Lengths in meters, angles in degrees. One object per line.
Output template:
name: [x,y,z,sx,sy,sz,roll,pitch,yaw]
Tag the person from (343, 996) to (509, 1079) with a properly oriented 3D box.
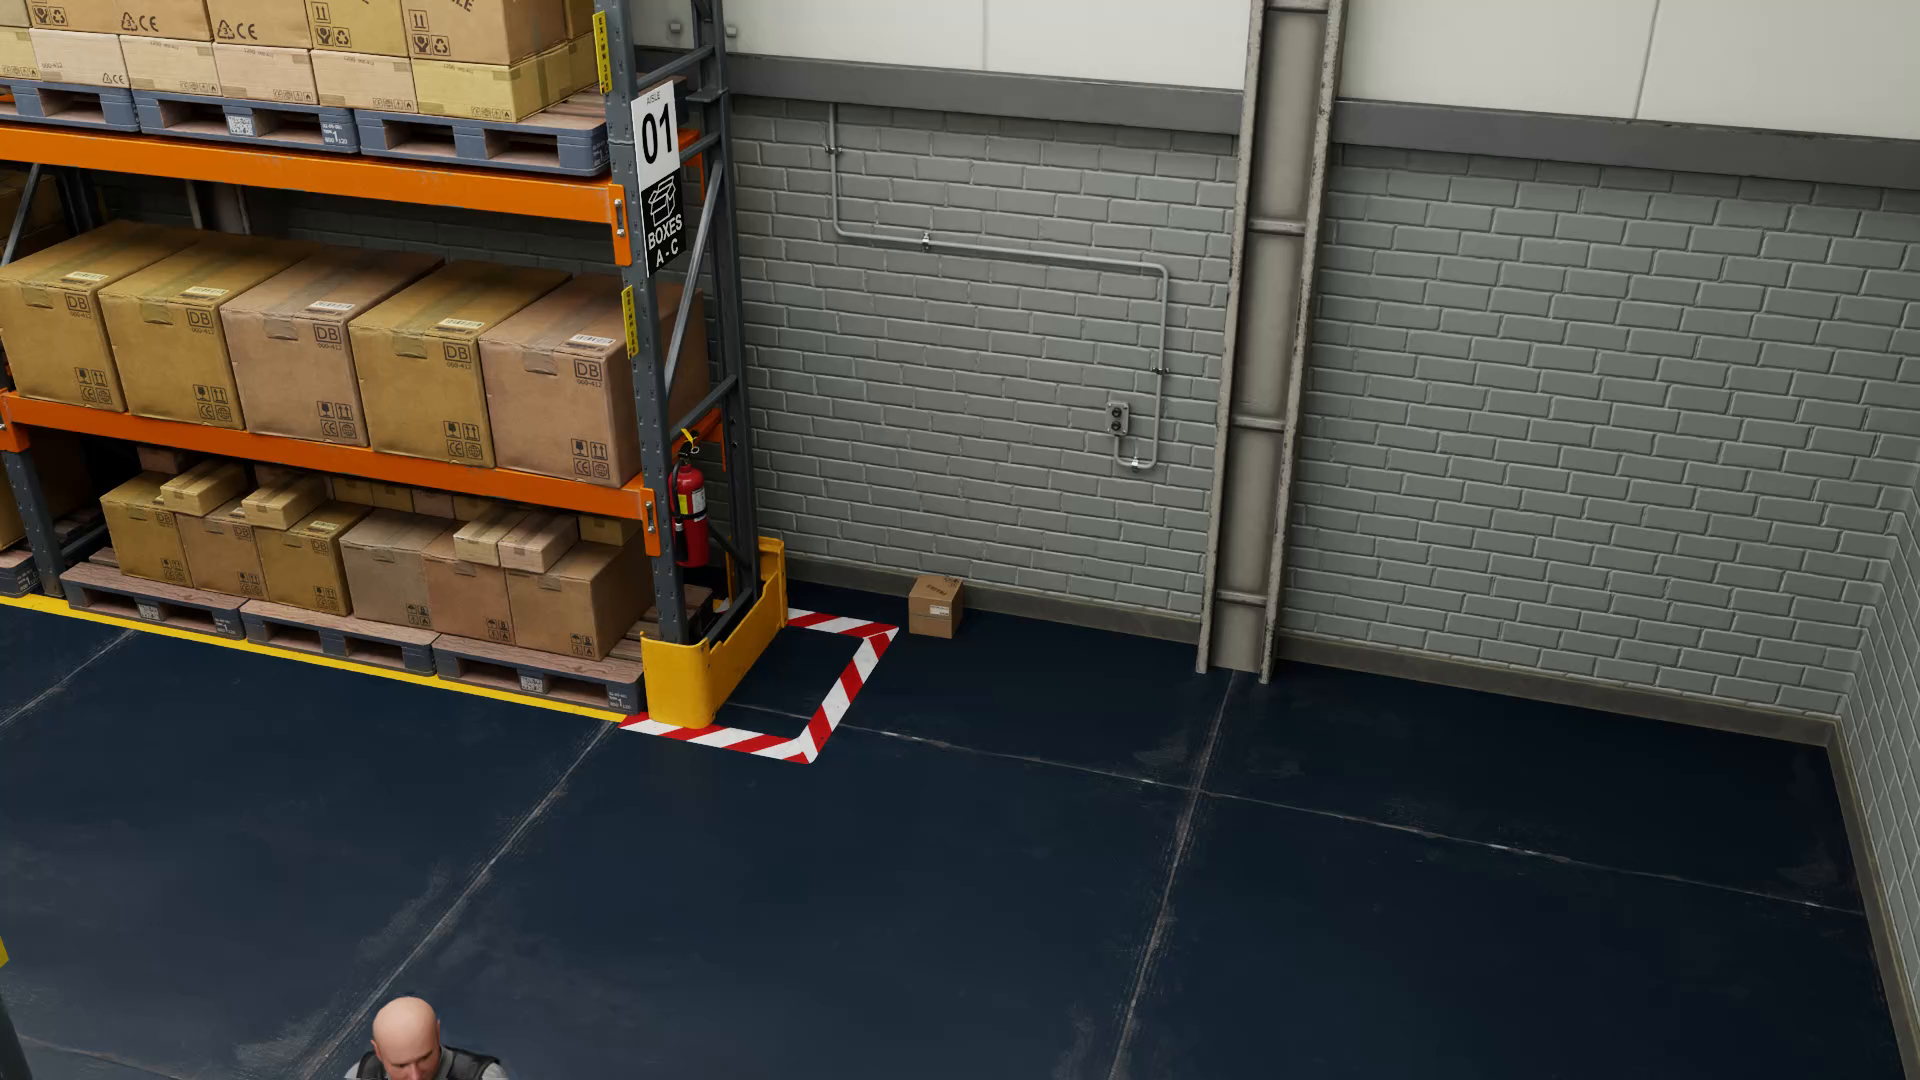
person: [-1.511,2.073,4.842,0.539,1.798,0.518,9,30,16]
